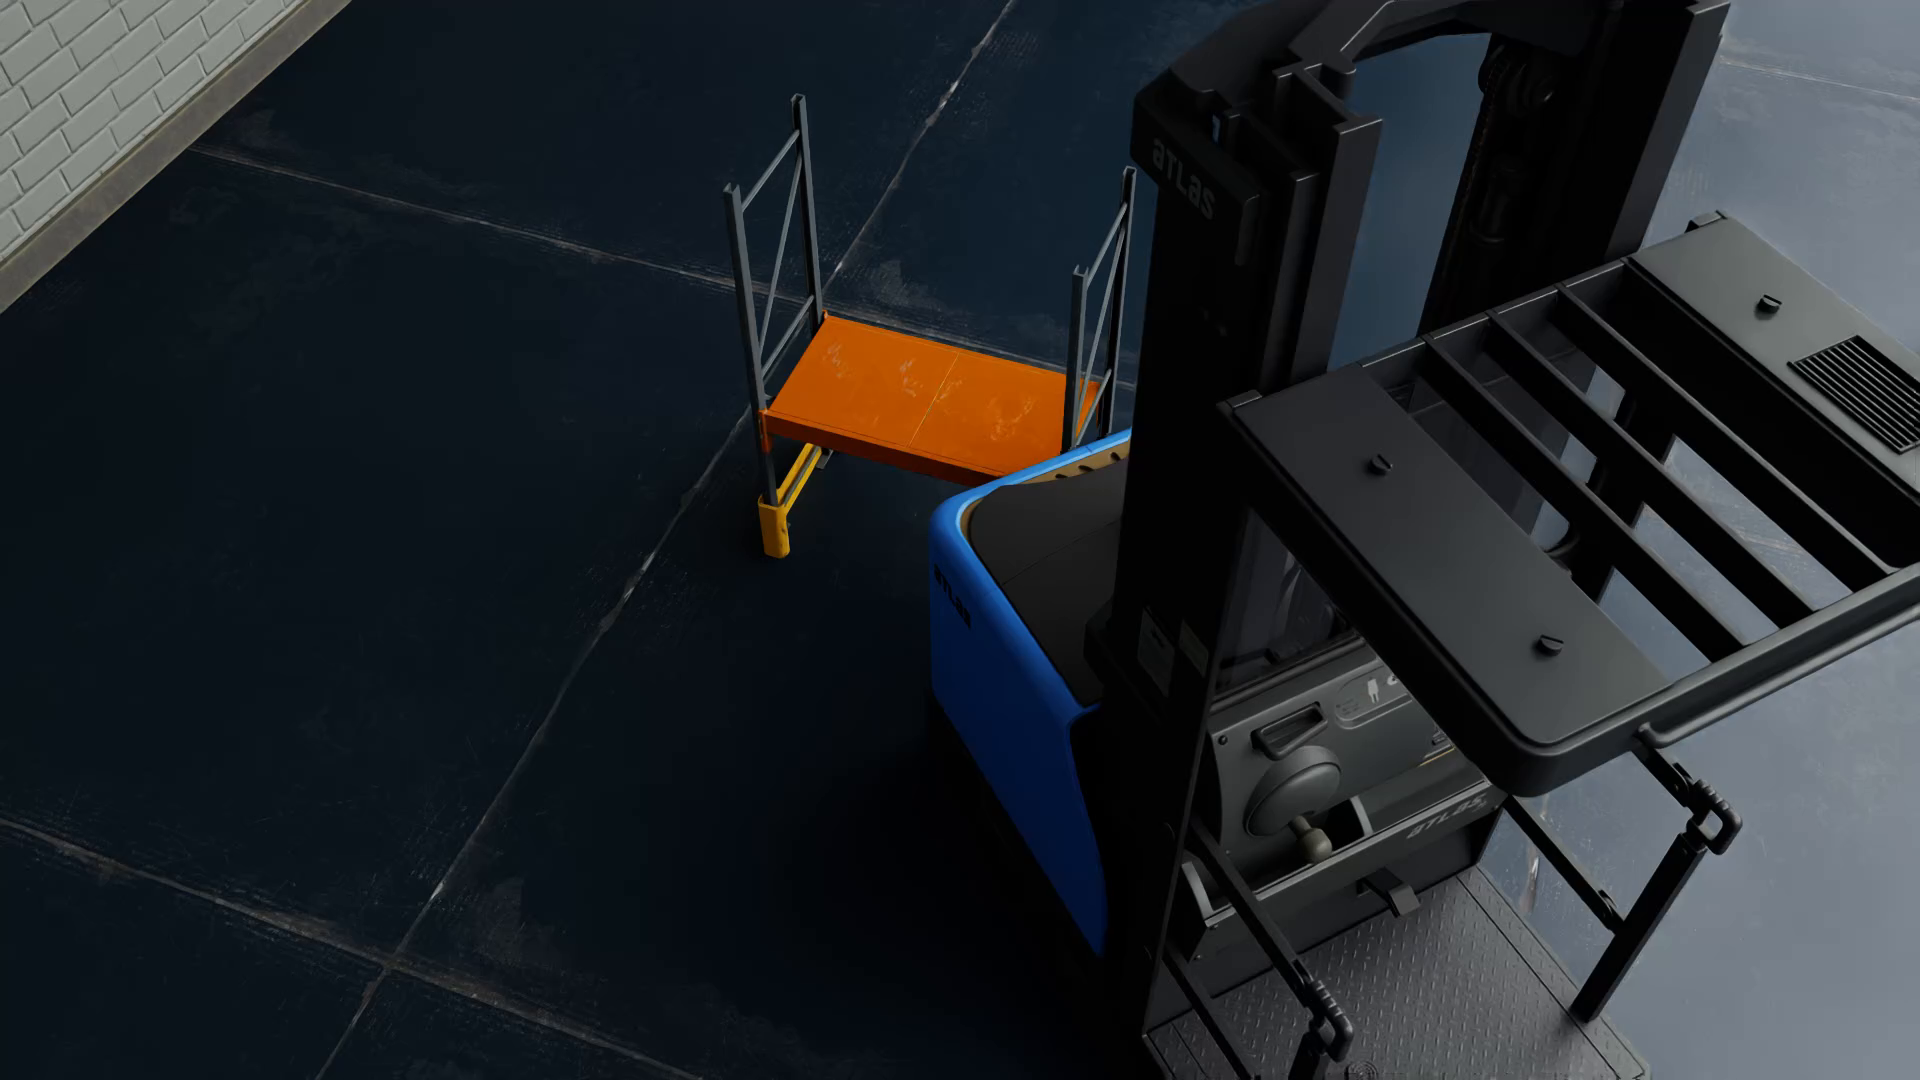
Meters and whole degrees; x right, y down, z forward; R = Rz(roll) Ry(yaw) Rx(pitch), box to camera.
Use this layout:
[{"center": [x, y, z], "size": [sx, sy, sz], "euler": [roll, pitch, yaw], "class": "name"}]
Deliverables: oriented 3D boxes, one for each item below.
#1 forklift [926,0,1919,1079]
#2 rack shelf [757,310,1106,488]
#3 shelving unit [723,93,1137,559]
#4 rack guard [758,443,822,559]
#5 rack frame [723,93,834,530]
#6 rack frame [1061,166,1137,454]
[{"center": [1.027, 0.472, 3.401], "size": [1.130, 2.935, 3.031], "euler": [-22, 52, -18], "class": "forklift"}, {"center": [-0.080, -0.396, 5.339], "size": [1.000, 0.185, 0.538], "euler": [16, 51, 13], "class": "rack shelf"}, {"center": [-0.072, -0.511, 5.201], "size": [1.083, 1.500, 0.587], "euler": [16, 51, 13], "class": "shelving unit"}, {"center": [-0.539, -0.232, 5.786], "size": [0.087, 0.250, 0.587], "euler": [16, 51, 13], "class": "rack guard"}, {"center": [-0.557, -0.647, 5.318], "size": [0.032, 1.500, 0.500], "euler": [16, 51, 13], "class": "rack frame"}, {"center": [0.397, -0.380, 5.087], "size": [0.032, 1.500, 0.500], "euler": [16, 51, 13], "class": "rack frame"}]
